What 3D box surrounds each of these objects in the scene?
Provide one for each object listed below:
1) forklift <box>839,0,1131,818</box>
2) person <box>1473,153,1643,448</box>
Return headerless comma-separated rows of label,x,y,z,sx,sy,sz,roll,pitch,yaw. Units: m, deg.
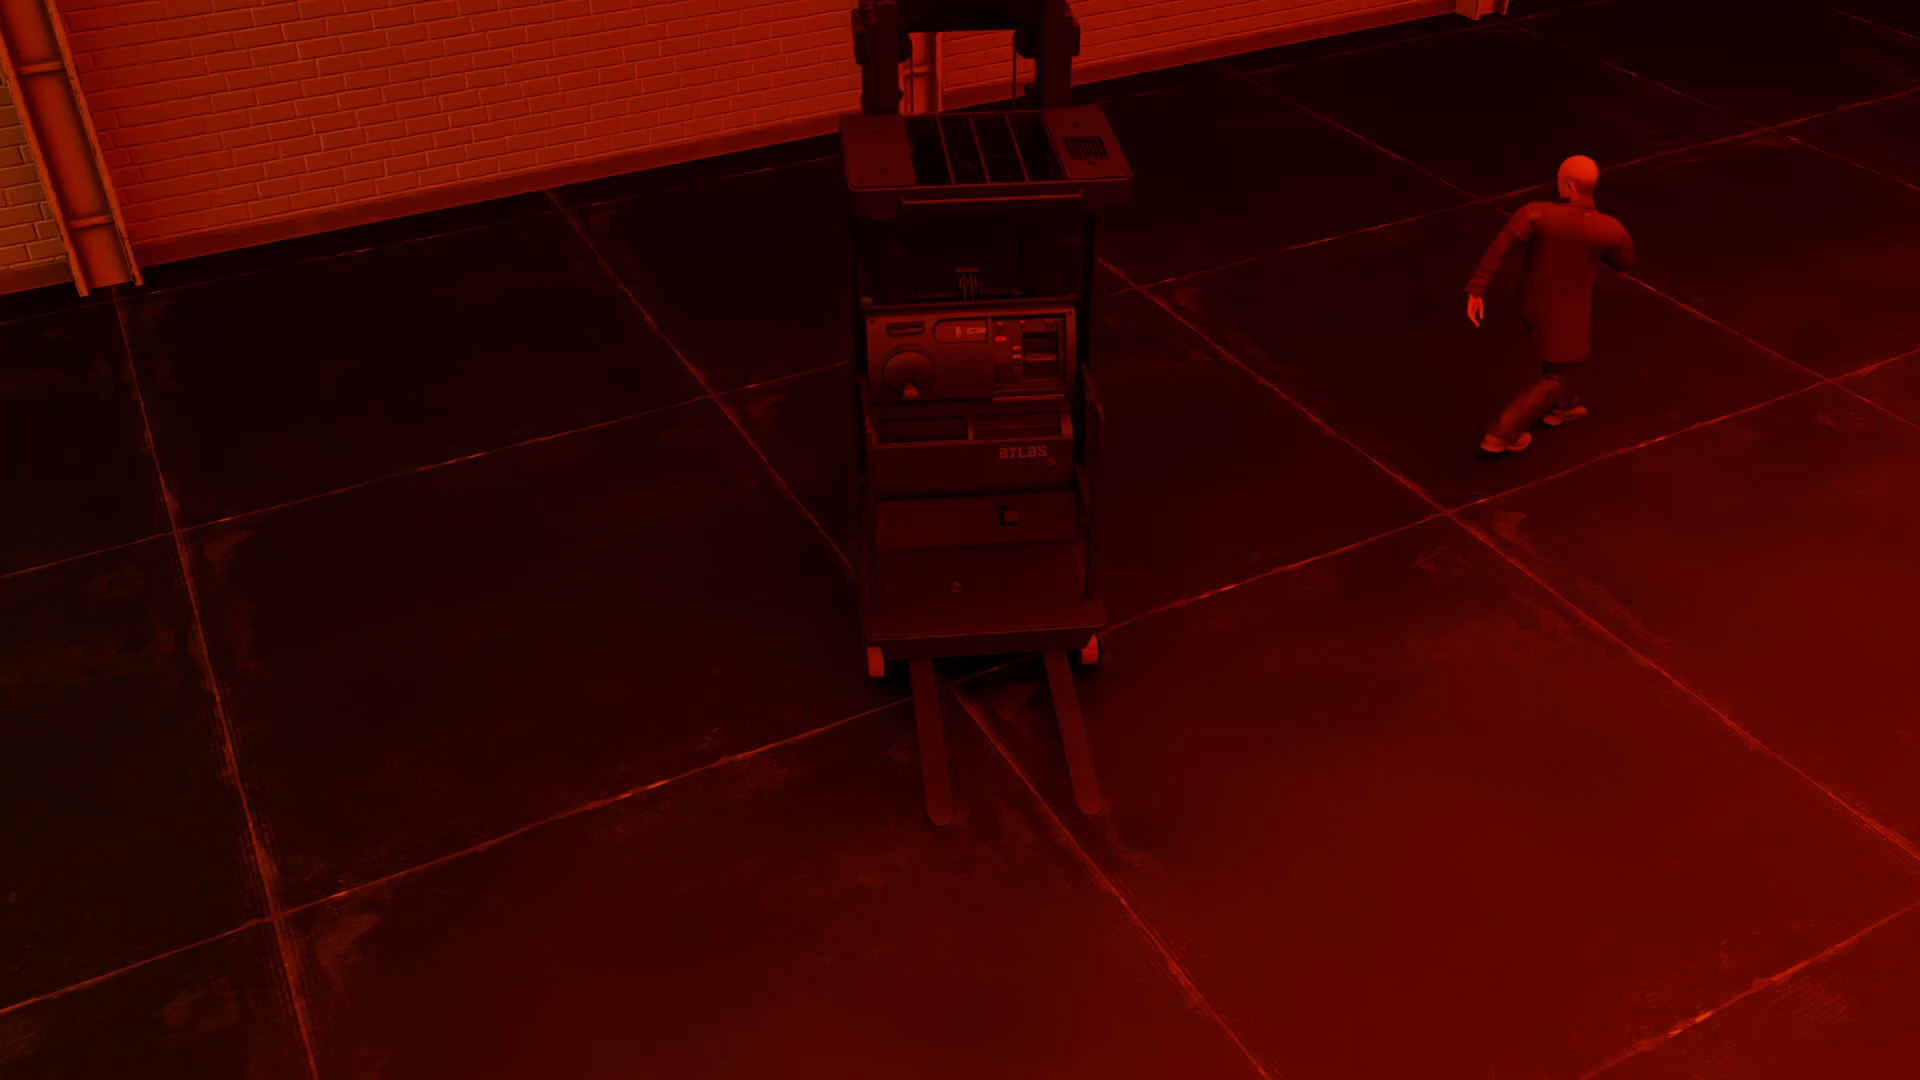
forklift,0.072,-0.789,7.239,1.130,2.935,3.031,-3,35,-5
person,3.275,-1.309,9.080,0.934,1.692,0.635,-29,44,-34
